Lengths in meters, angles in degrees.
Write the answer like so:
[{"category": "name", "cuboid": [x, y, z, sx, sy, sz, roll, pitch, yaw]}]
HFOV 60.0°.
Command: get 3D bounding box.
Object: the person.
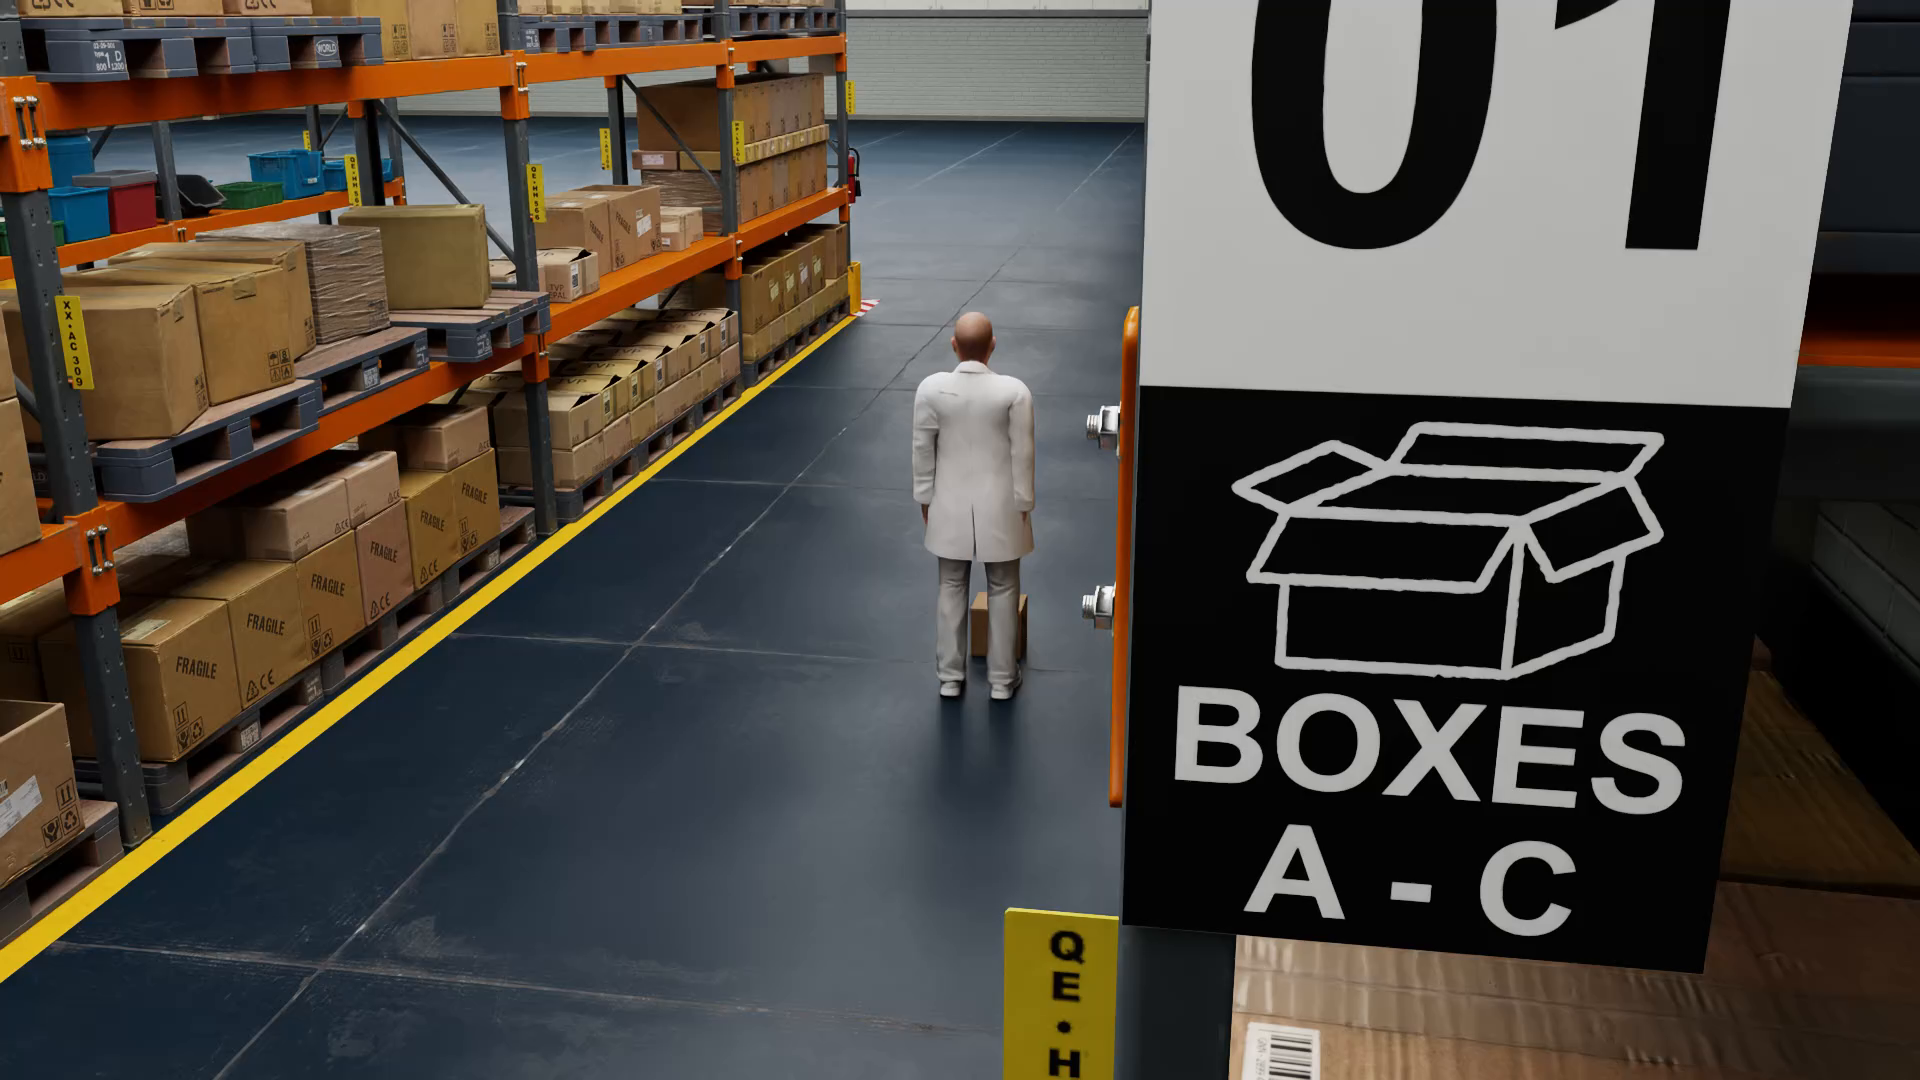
[{"category": "person", "cuboid": [0.065, -0.155, 7.581, 0.566, 1.777, 0.383, 3, 18, 10]}]
